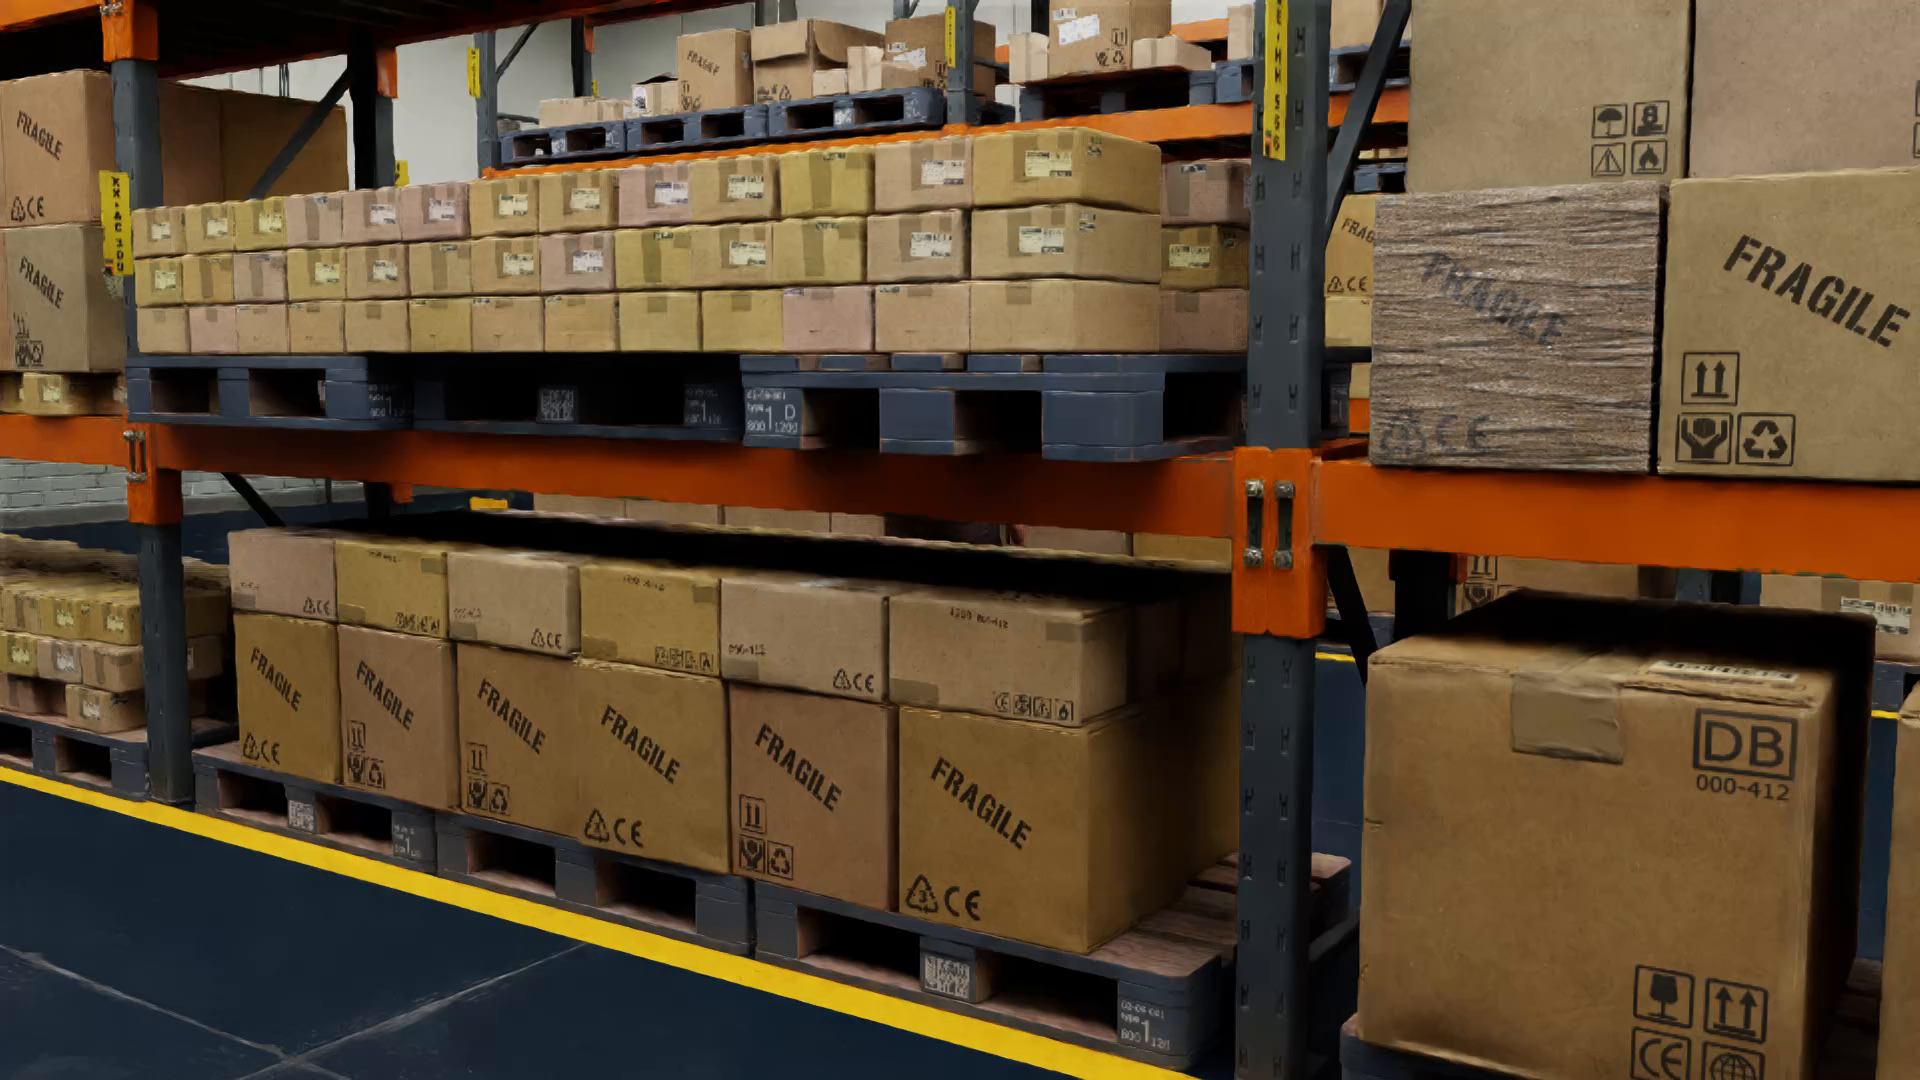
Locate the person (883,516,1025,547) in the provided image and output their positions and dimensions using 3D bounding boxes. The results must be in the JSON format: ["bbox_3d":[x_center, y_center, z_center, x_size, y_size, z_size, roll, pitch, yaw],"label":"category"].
[{"bbox_3d":[-0.025,-0.077,6.363,0.587,1.732,0.380,1,6,12],"label":"person"}]
